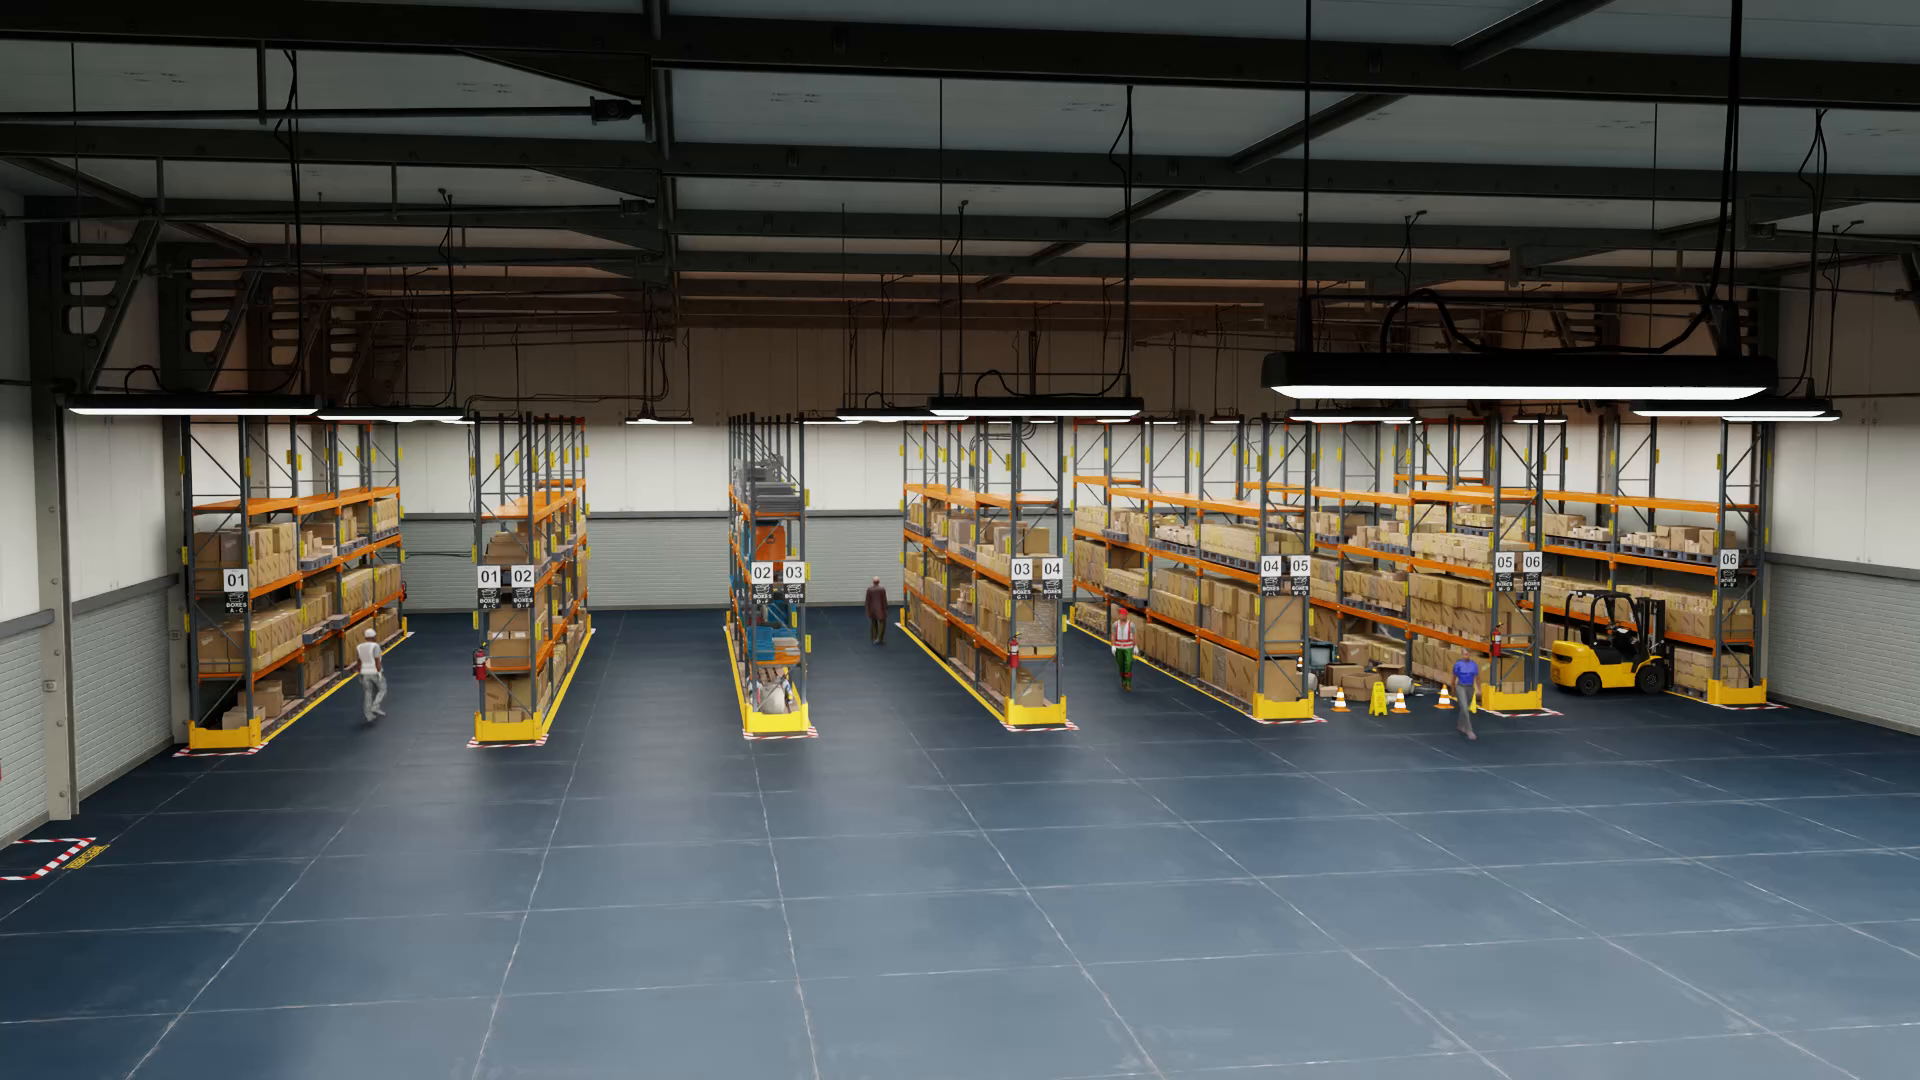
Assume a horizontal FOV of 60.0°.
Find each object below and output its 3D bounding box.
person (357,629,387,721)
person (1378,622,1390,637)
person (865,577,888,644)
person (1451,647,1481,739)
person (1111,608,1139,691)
[{"bbox_3d":[-11.507,2.620,32.454,0.585,1.772,0.495,0,4,4],"label":"person"},{"bbox_3d":[11.229,1.980,43.672,0.483,1.565,0.538,-2,4,-25],"label":"person"},{"bbox_3d":[-2.208,1.856,43.891,0.633,1.778,0.585,1,4,16],"label":"person"},{"bbox_3d":[9.395,2.834,30.820,0.472,1.581,0.849,-1,4,-9],"label":"person"},{"bbox_3d":[3.556,2.360,36.167,0.578,1.746,0.877,1,4,19],"label":"person"}]
